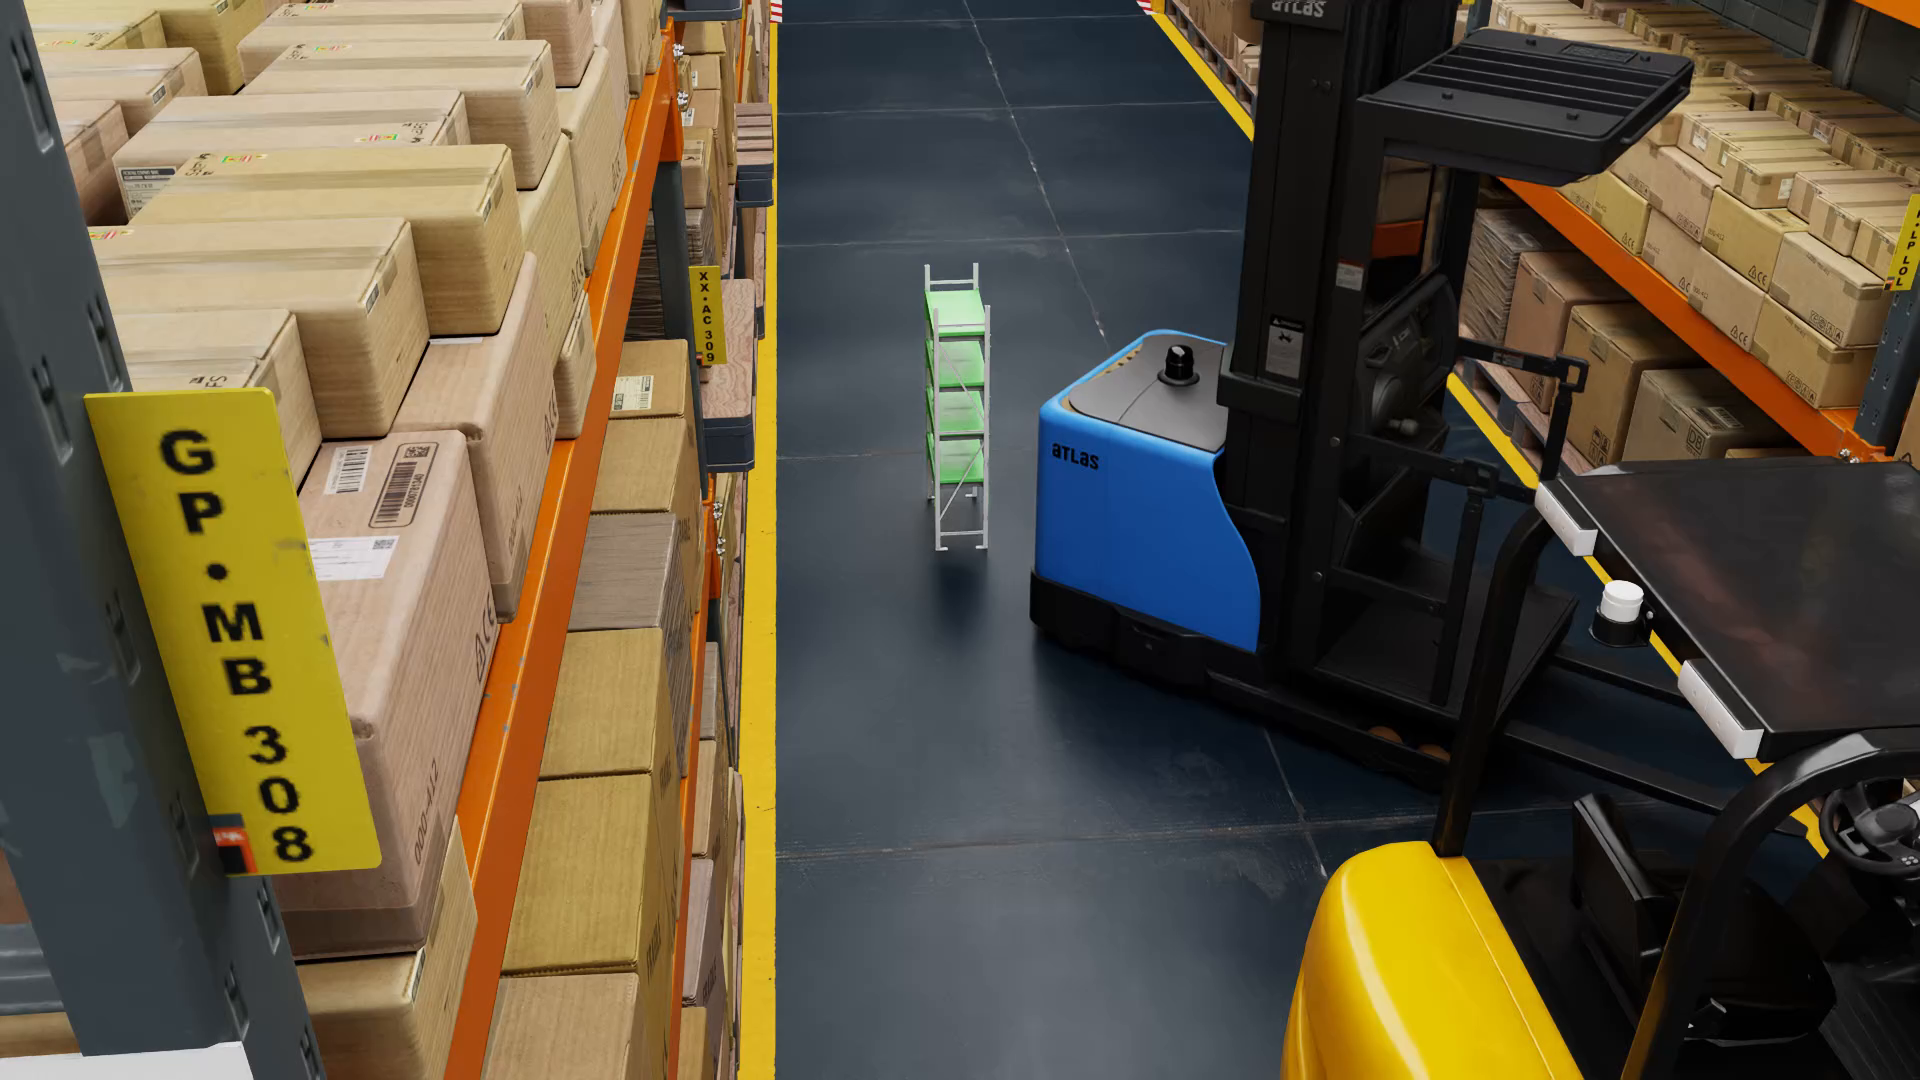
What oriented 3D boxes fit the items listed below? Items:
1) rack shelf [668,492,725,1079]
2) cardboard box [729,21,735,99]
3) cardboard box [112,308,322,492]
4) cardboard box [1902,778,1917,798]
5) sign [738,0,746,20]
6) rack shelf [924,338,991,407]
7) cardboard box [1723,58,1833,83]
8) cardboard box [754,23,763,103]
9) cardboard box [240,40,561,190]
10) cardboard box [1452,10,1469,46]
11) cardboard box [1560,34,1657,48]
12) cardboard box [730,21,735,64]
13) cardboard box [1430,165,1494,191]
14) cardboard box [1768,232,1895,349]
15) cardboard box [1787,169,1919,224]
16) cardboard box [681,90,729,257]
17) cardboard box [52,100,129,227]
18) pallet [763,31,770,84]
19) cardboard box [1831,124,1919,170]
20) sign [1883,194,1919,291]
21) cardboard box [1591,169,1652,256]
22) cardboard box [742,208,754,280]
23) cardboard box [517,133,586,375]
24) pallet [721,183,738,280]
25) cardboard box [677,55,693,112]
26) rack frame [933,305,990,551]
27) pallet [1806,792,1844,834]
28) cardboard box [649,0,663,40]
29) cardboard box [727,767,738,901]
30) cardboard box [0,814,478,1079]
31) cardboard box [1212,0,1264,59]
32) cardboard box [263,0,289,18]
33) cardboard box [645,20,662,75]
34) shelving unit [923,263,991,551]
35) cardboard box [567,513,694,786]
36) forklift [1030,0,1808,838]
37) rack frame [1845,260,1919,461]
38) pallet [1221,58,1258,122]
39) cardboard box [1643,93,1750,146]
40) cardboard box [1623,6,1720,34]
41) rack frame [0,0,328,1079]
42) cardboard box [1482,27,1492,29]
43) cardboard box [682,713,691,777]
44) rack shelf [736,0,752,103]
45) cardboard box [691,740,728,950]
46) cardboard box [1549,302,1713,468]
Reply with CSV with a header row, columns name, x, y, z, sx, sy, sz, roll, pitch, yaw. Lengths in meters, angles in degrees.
name,x,y,z,sx,sy,sz,roll,pitch,yaw
rack shelf,-1.134,1.040,3.784,1.077,0.370,4.000,-3,31,-5
cardboard box,-1.375,-2.464,8.153,0.500,0.500,0.500,-4,31,-6
cardboard box,-0.817,-0.089,1.516,0.380,0.149,0.250,-3,31,-5
cardboard box,3.399,0.992,5.435,0.500,0.250,0.500,-3,31,-6
sign,-1.155,-2.826,8.504,0.100,0.325,0.005,-3,31,-5
rack shelf,-0.016,-0.751,7.494,0.258,0.148,0.480,-3,31,-5
cardboard box,3.724,-2.091,7.595,0.380,0.149,0.250,-3,31,-5
cardboard box,-2.020,-3.780,13.242,0.875,0.438,0.875,-3,31,-5
cardboard box,-0.790,-0.610,2.389,0.380,0.149,0.250,-2,31,-3
cardboard box,2.804,-2.961,9.617,0.380,0.149,0.250,-2,31,-4
cardboard box,3.096,-2.317,7.974,0.380,0.149,0.250,-2,31,-4
cardboard box,-1.496,-2.752,9.092,0.500,0.250,0.500,-3,31,-5
cardboard box,2.949,-2.197,9.899,0.380,0.149,0.250,-4,31,-7
cardboard box,3.320,-0.918,6.020,0.500,0.250,0.500,-3,31,-6
cardboard box,3.355,-1.273,6.226,0.380,0.149,0.250,-3,31,-5
cardboard box,-1.159,-1.402,6.375,0.500,0.500,0.500,-3,31,-5
cardboard box,-1.289,-0.448,2.117,0.380,0.149,0.250,-3,31,-5
pallet,-2.179,-4.193,14.564,1.003,0.211,1.213,-3,31,-5
cardboard box,3.764,-1.565,6.715,0.380,0.149,0.250,-3,31,-5
sign,3.081,-0.961,5.382,0.100,0.325,0.005,-3,31,-5
cardboard box,3.189,-1.484,7.456,0.500,0.250,0.500,-2,31,-3
cardboard box,-1.677,-1.956,9.763,0.875,0.875,0.875,-3,31,-5
cardboard box,-0.839,-0.388,2.406,0.500,0.250,0.500,-2,31,-3
pallet,-1.469,-1.241,7.089,1.003,0.211,1.213,-3,31,-5
cardboard box,-1.217,-1.726,6.284,0.380,0.149,0.250,-1,31,-2
rack frame,0.007,-0.475,7.375,0.240,1.200,0.015,-3,31,-5
pallet,3.653,1.076,5.743,1.003,0.211,1.213,-3,31,-5
cardboard box,-1.011,-1.427,4.145,0.500,0.250,0.500,-3,31,-5
cardboard box,-0.998,1.000,5.423,0.500,0.250,0.500,-1,31,-2
cardboard box,-0.655,0.388,1.495,0.380,0.149,0.250,-3,31,-5
cardboard box,2.600,-4.478,14.350,0.700,0.500,0.500,-4,31,-6
cardboard box,-1.440,-0.973,2.996,0.380,0.149,0.250,-3,31,-5
cardboard box,-0.987,-1.323,4.359,0.380,0.149,0.250,-3,31,-4
shelving unit,-0.015,-0.600,7.584,0.258,1.200,0.503,-3,31,-5
cardboard box,-0.924,0.282,3.965,0.500,0.500,0.500,-2,31,-3
forklift,1.801,-0.640,5.964,3.031,2.935,1.130,19,36,29
rack frame,3.621,-0.529,5.711,1.000,3.000,0.127,-3,31,-5
pallet,2.810,-3.767,13.851,1.003,0.211,1.213,-3,31,-5
cardboard box,3.117,-1.797,7.103,0.380,0.149,0.250,-4,31,-6
cardboard box,3.614,-2.608,8.461,0.380,0.149,0.250,-2,31,-3
rack frame,-0.944,-0.823,0.352,0.949,2.616,0.053,-3,31,-5
cardboard box,3.020,-2.482,8.639,0.500,0.250,0.500,-3,31,-5
cardboard box,-0.889,0.486,4.255,0.380,0.149,0.250,-3,31,-5
rack shelf,-1.882,-3.044,10.623,1.077,0.370,4.000,-3,31,-5
cardboard box,-0.949,0.938,4.796,0.500,0.500,0.500,-2,31,-4
cardboard box,3.424,-0.736,7.964,0.875,0.625,0.625,-4,31,-7
